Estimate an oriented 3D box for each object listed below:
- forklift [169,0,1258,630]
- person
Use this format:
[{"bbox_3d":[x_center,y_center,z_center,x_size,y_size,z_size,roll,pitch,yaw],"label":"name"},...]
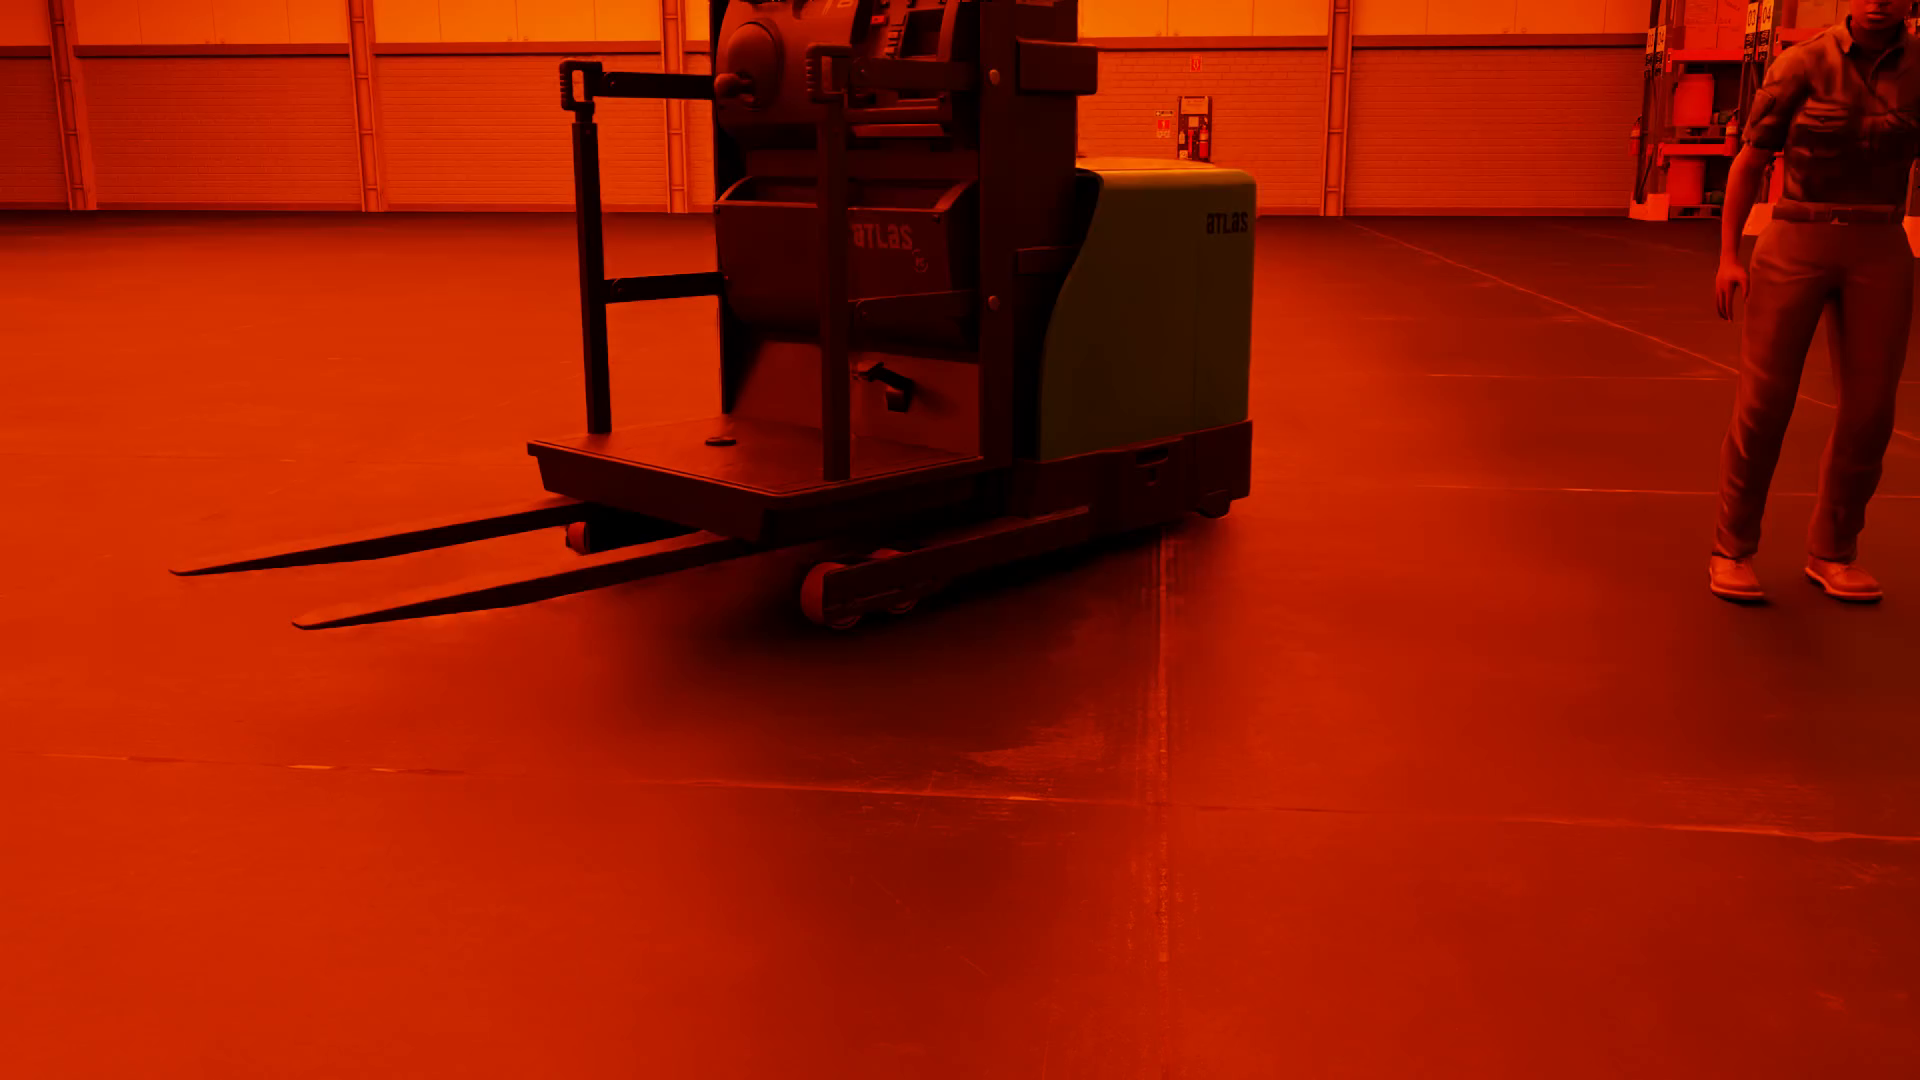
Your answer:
[{"bbox_3d":[-0.467,-1.341,4.244,1.130,2.935,3.031,12,18,43],"label":"forklift"},{"bbox_3d":[2.208,-0.673,4.202,0.553,1.652,0.377,3,13,12],"label":"person"}]
